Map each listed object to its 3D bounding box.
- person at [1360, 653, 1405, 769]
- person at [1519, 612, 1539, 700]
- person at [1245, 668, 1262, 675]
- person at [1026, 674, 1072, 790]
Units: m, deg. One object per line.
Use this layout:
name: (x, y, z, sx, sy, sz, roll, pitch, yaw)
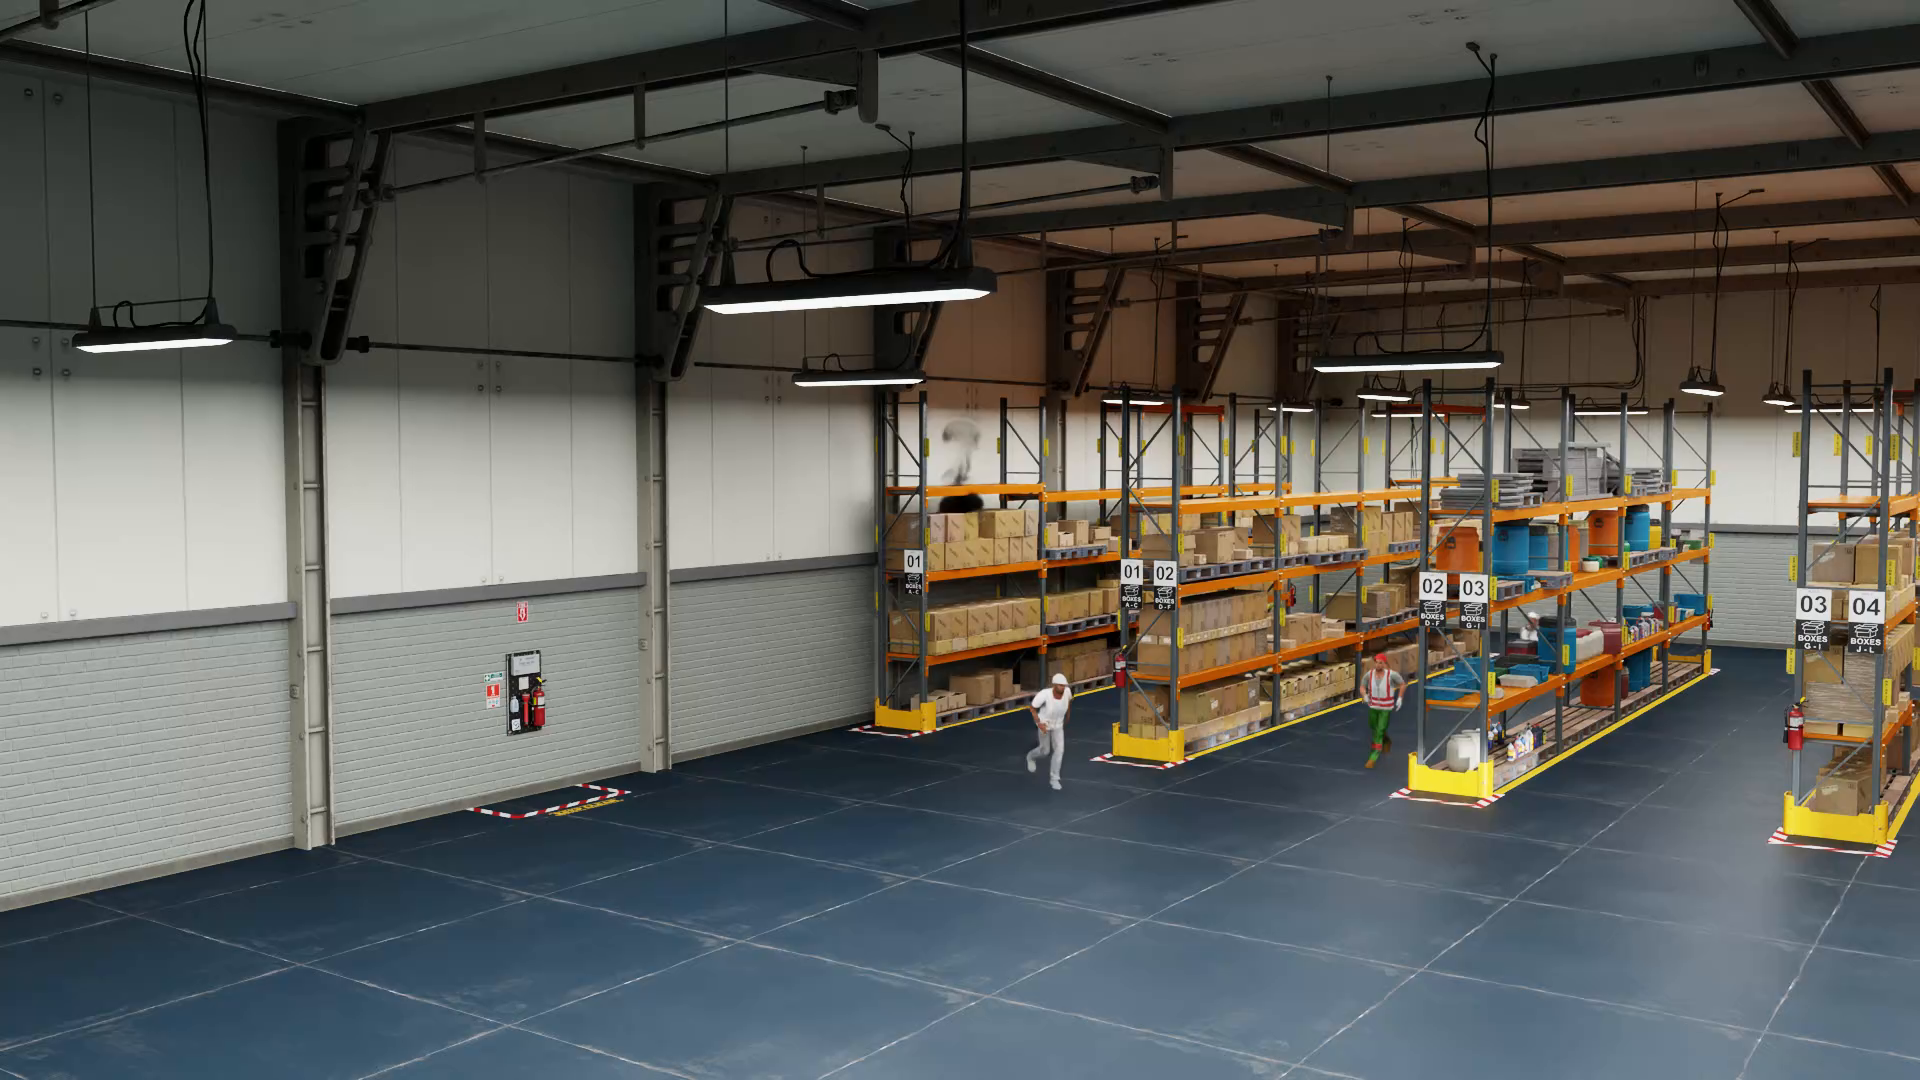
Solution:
person: (6.634, 2.657, 26.202, 0.685, 1.775, 1.026, 2, 4, 32)
person: (11.312, 2.304, 32.930, 0.646, 1.740, 0.584, 3, 4, 39)
person: (5.956, 2.255, 34.137, 0.702, 1.726, 0.598, 3, 4, 40)
person: (1.307, 2.804, 24.741, 0.719, 1.712, 1.019, -2, 4, -32)
